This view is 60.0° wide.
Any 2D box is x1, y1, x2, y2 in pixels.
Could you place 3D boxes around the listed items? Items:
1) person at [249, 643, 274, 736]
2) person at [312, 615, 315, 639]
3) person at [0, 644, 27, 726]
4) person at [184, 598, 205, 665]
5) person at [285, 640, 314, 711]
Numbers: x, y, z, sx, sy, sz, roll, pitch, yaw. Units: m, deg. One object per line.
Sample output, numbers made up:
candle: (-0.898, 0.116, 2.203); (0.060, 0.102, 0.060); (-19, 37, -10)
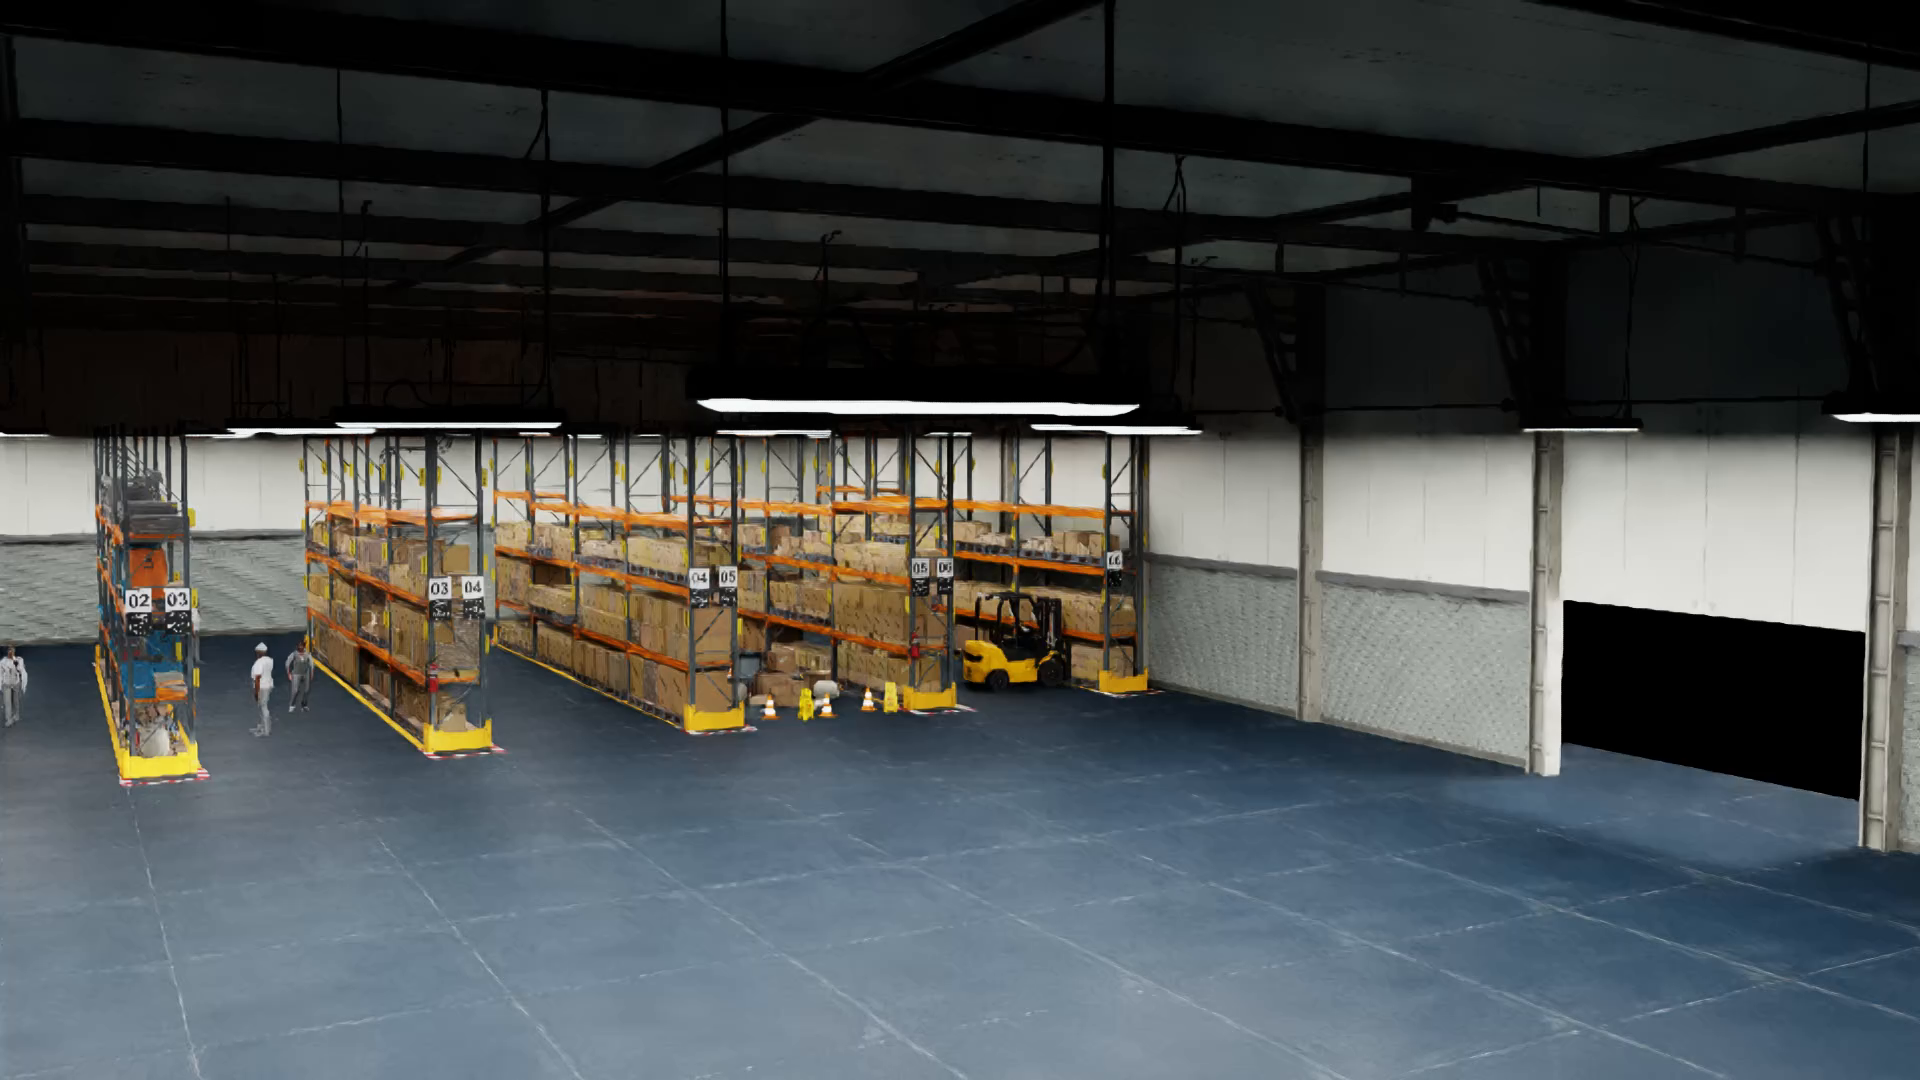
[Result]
person: (-13.547, 2.876, 32.173); (0.497, 1.765, 0.625); (0, 3, 1)
person: (-18.169, 1.989, 47.435); (0.810, 1.712, 0.689); (3, 5, 42)
person: (-19.020, 2.880, 33.402); (0.500, 1.622, 0.997); (-2, 4, -30)
person: (-19.482, 2.327, 42.264); (0.490, 1.666, 0.580); (-1, 4, -22)
person: (-13.853, 2.845, 34.907); (0.566, 1.541, 0.519); (-2, 4, -32)
